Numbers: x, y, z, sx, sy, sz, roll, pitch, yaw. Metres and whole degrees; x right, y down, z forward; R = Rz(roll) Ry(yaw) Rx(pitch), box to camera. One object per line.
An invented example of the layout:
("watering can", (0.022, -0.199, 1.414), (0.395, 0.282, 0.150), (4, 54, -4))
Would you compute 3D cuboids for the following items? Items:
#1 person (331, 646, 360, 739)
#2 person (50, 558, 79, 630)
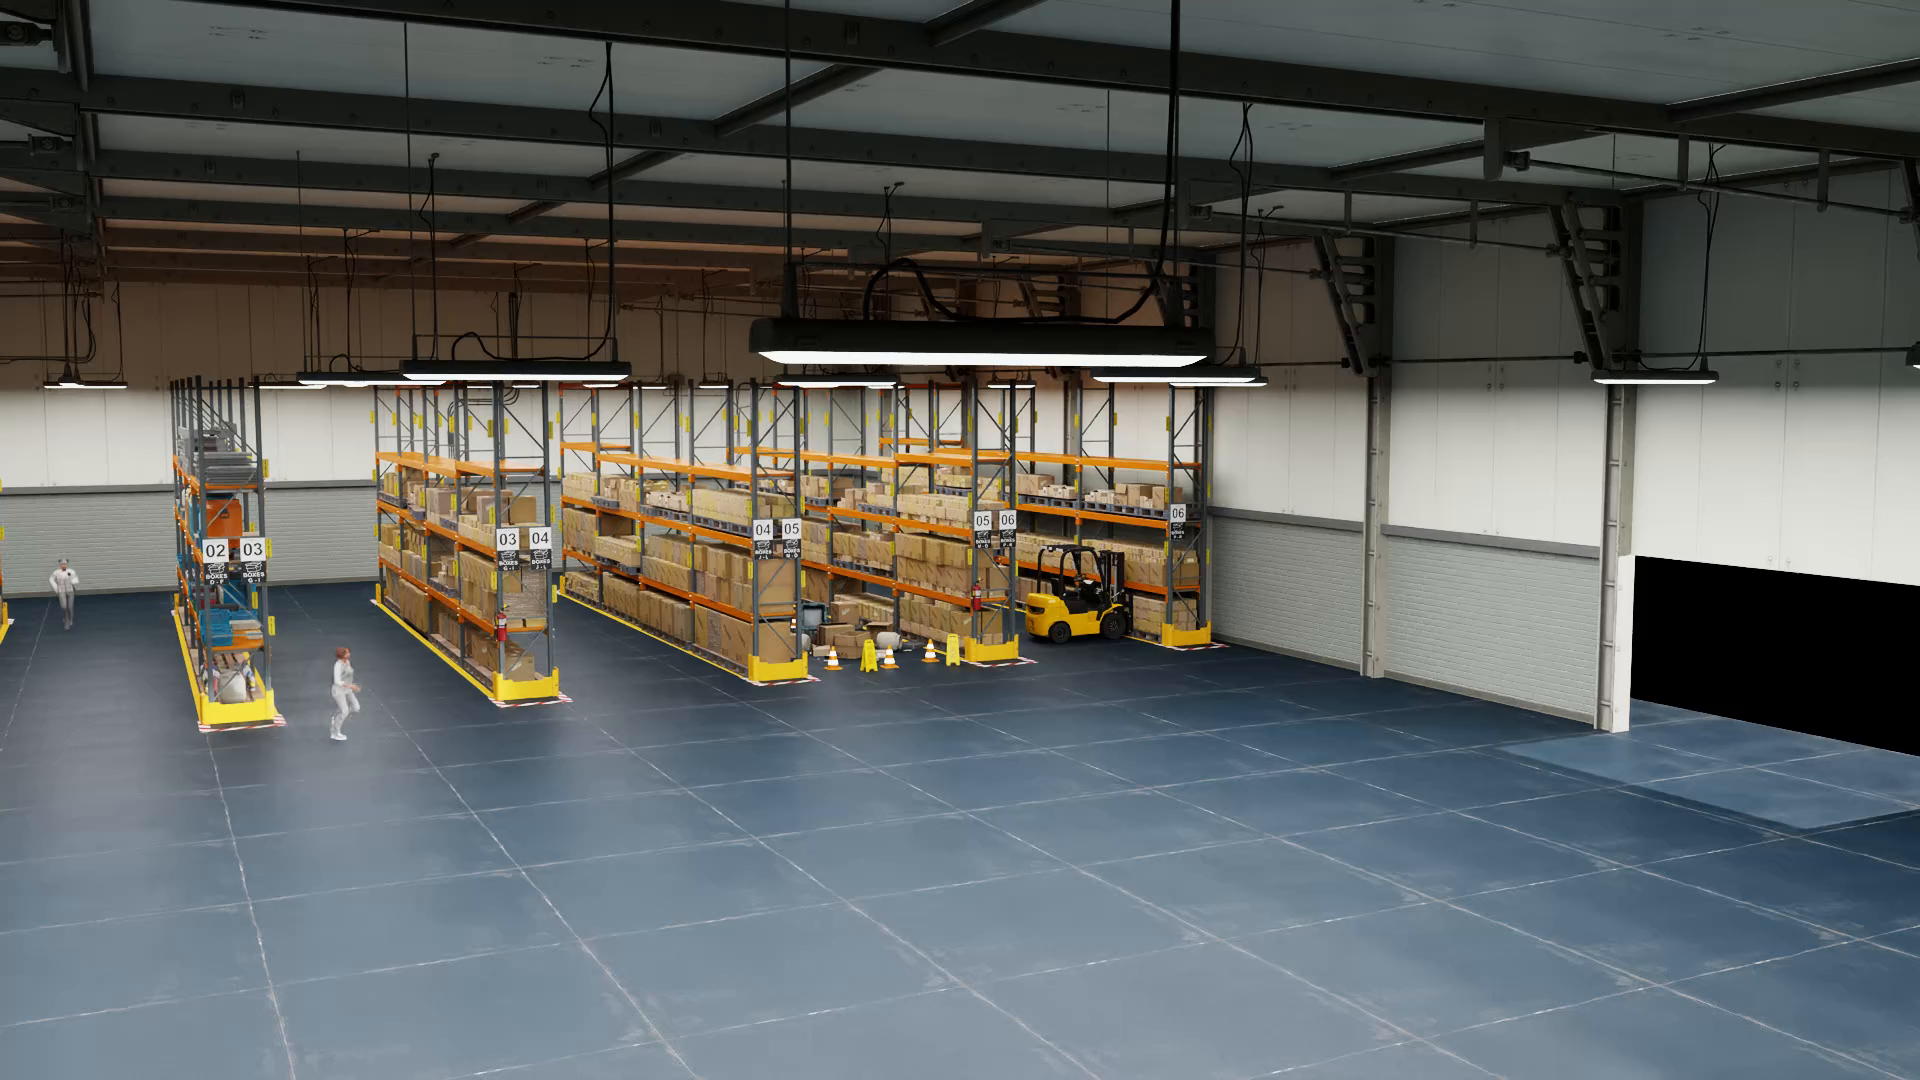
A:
("person", (-10.141, 2.516, 27.426), (0.573, 1.555, 0.524), (0, 5, 5))
("person", (-21.673, 1.306, 40.279), (0.605, 1.748, 0.715), (-3, 6, -32))
